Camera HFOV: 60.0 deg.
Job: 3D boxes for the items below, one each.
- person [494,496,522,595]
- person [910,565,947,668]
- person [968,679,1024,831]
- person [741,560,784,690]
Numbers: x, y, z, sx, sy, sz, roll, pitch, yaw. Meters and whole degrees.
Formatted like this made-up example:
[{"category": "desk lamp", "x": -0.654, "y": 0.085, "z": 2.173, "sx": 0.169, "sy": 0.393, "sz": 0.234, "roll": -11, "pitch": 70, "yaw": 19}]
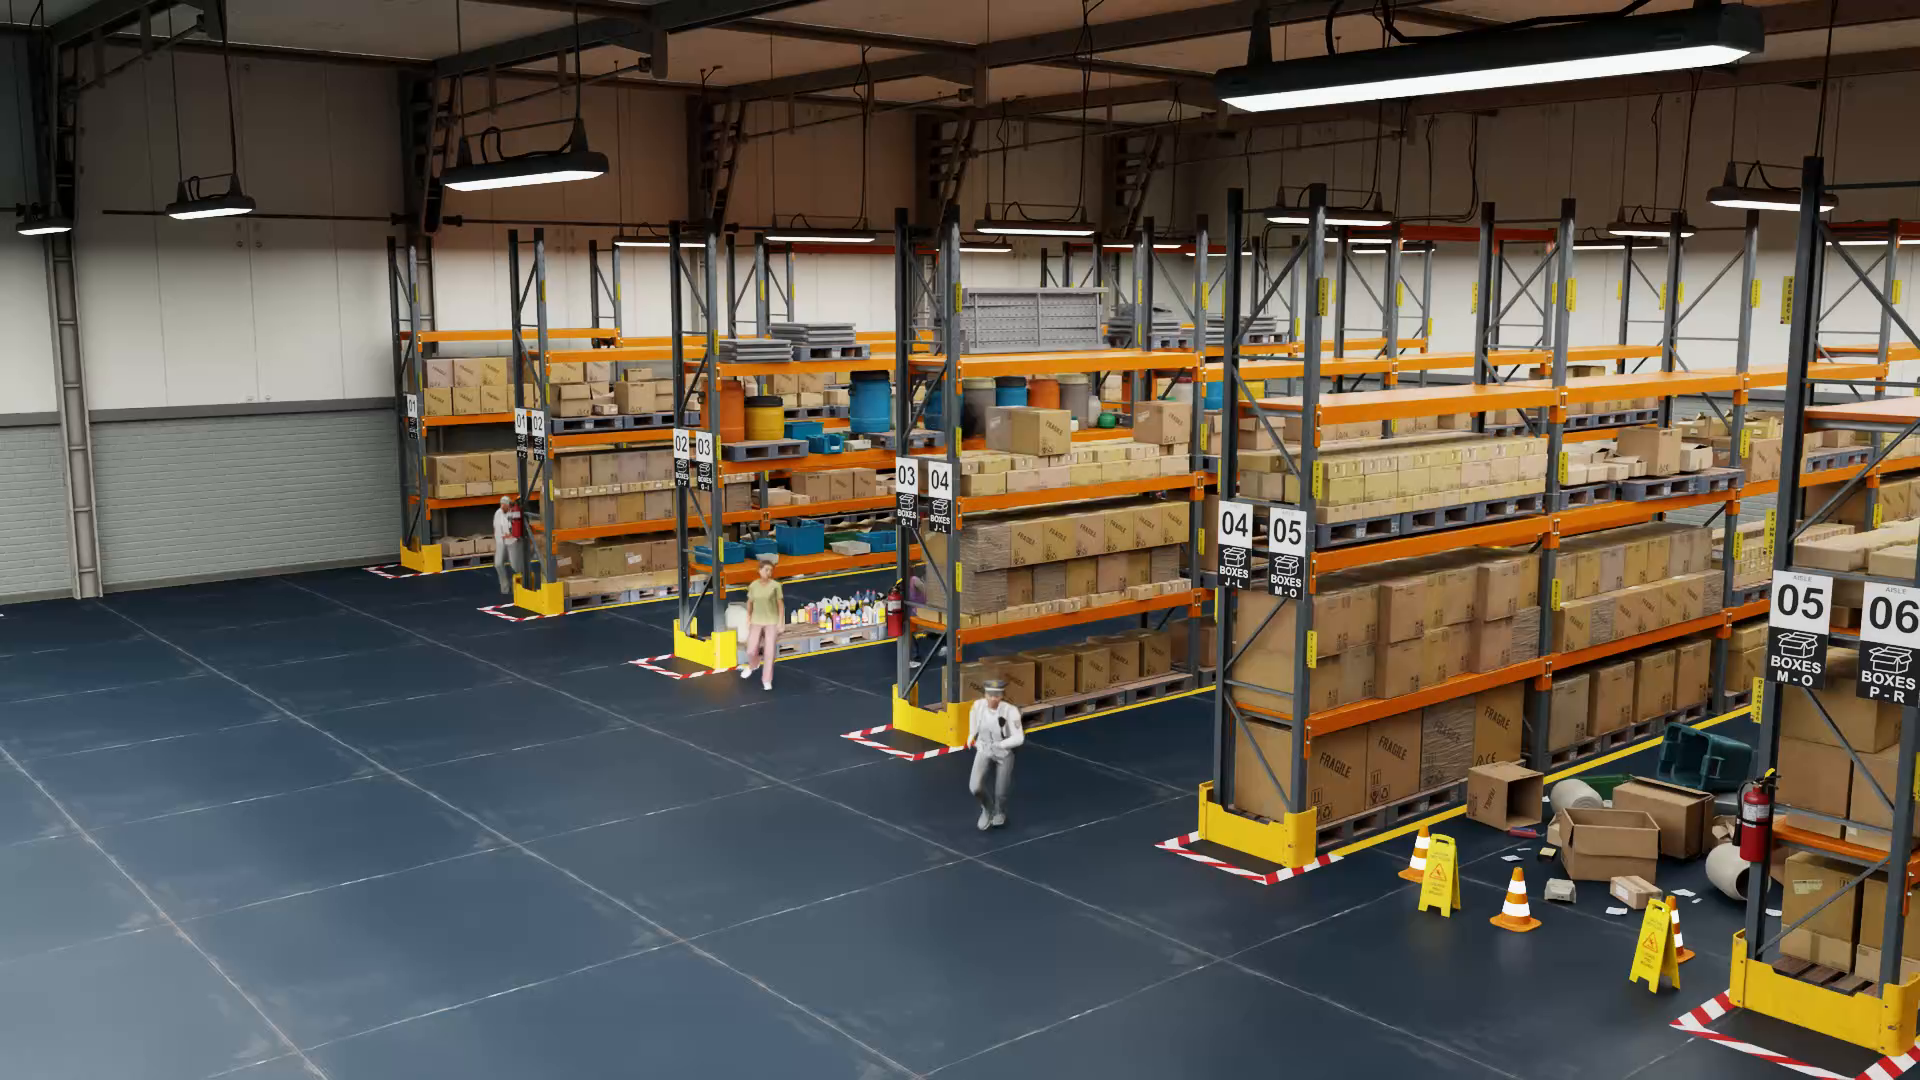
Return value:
[{"category": "person", "x": -7.599, "y": 0.102, "z": 28.022, "sx": 0.625, "sy": 1.736, "sz": 0.767, "roll": 2, "pitch": 9, "yaw": 13}, {"category": "person", "x": -0.443, "y": 0.991, "z": 22.589, "sx": 0.977, "sy": 1.456, "sz": 0.520, "roll": -7, "pitch": 11, "yaw": -40}, {"category": "person", "x": 0.325, "y": 2.012, "z": 15.597, "sx": 0.618, "sy": 1.541, "sz": 0.907, "roll": 2, "pitch": 9, "yaw": 13}, {"category": "person", "x": -2.548, "y": 1.065, "z": 21.390, "sx": 0.594, "sy": 1.668, "sz": 0.538, "roll": 0, "pitch": 9, "yaw": 0}]
